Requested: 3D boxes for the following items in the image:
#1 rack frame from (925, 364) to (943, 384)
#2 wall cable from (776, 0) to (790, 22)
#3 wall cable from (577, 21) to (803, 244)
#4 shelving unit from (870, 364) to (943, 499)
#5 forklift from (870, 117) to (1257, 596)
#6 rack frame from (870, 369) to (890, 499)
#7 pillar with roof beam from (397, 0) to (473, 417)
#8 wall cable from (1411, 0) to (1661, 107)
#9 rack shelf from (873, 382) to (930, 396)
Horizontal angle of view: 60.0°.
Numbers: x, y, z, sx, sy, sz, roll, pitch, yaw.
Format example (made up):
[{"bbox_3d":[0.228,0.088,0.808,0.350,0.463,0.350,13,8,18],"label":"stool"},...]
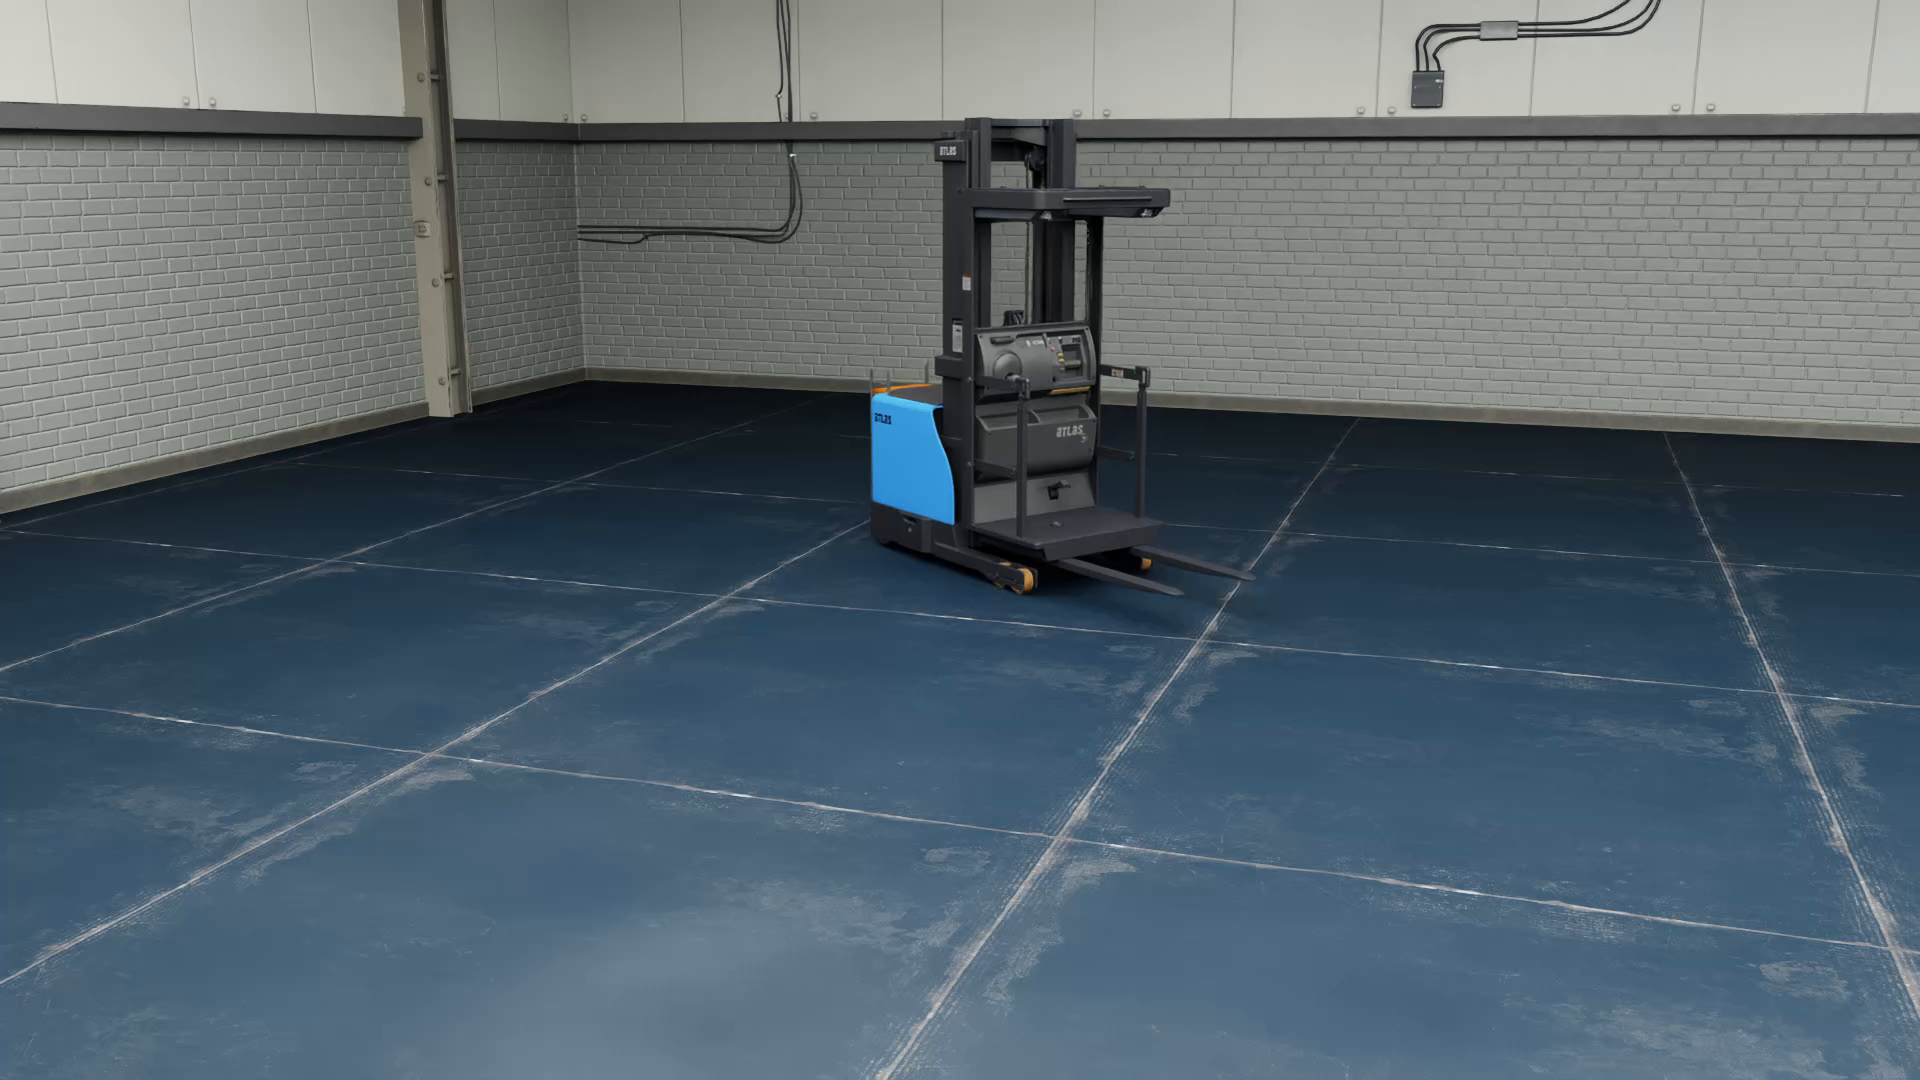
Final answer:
[{"bbox_3d":[-0.182,-0.692,12.325,0.015,1.200,0.240,-9,16,-35],"label":"rack frame"},{"bbox_3d":[-0.744,-7.028,18.186,3.097,2.526,0.112,4,14,18],"label":"wall cable"},{"bbox_3d":[-3.304,-4.761,19.602,3.097,2.526,0.112,4,14,18],"label":"wall cable"},{"bbox_3d":[-0.378,-0.660,12.184,0.503,1.200,0.258,-9,16,-35],"label":"shelving unit"},{"bbox_3d":[0.632,-1.211,10.708,1.130,2.935,3.031,-9,16,-35],"label":"forklift"},{"bbox_3d":[-0.575,-0.628,12.043,0.015,1.200,0.240,-9,16,-35],"label":"rack frame"},{"bbox_3d":[-1.435,-5.440,15.598,9.100,9.000,0.400,4,14,18],"label":"pillar with roof beam"},{"bbox_3d":[5.674,-7.246,15.868,2.305,6.003,0.169,4,14,18],"label":"wall cable"},{"bbox_3d":[-0.378,-1.043,12.097,0.480,0.148,0.258,-9,16,-35],"label":"rack shelf"}]
